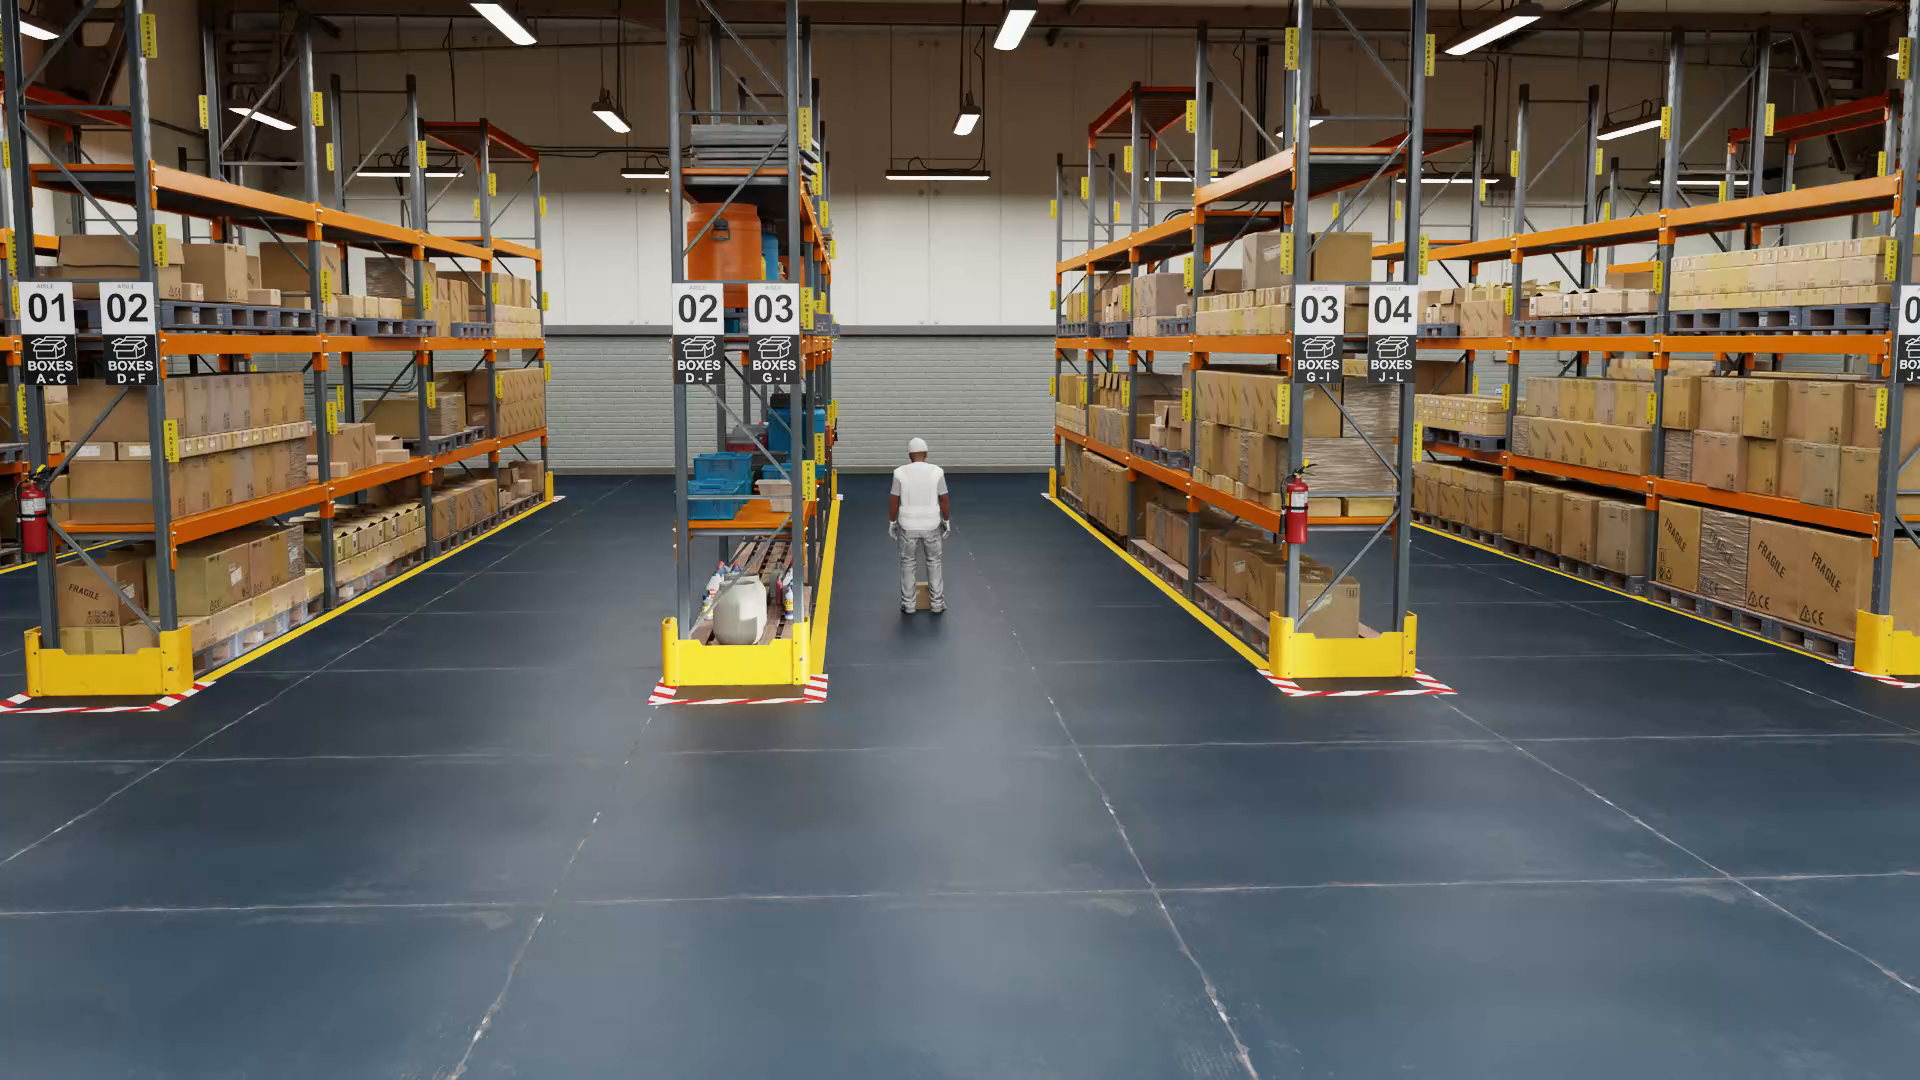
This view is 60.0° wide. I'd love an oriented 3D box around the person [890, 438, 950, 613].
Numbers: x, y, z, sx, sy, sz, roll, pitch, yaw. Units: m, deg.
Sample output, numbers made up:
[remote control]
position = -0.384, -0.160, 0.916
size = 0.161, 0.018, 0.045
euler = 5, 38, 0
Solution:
[person]
position = -0.408, -0.151, 16.966
size = 0.618, 1.774, 0.447
euler = 0, 7, -3
